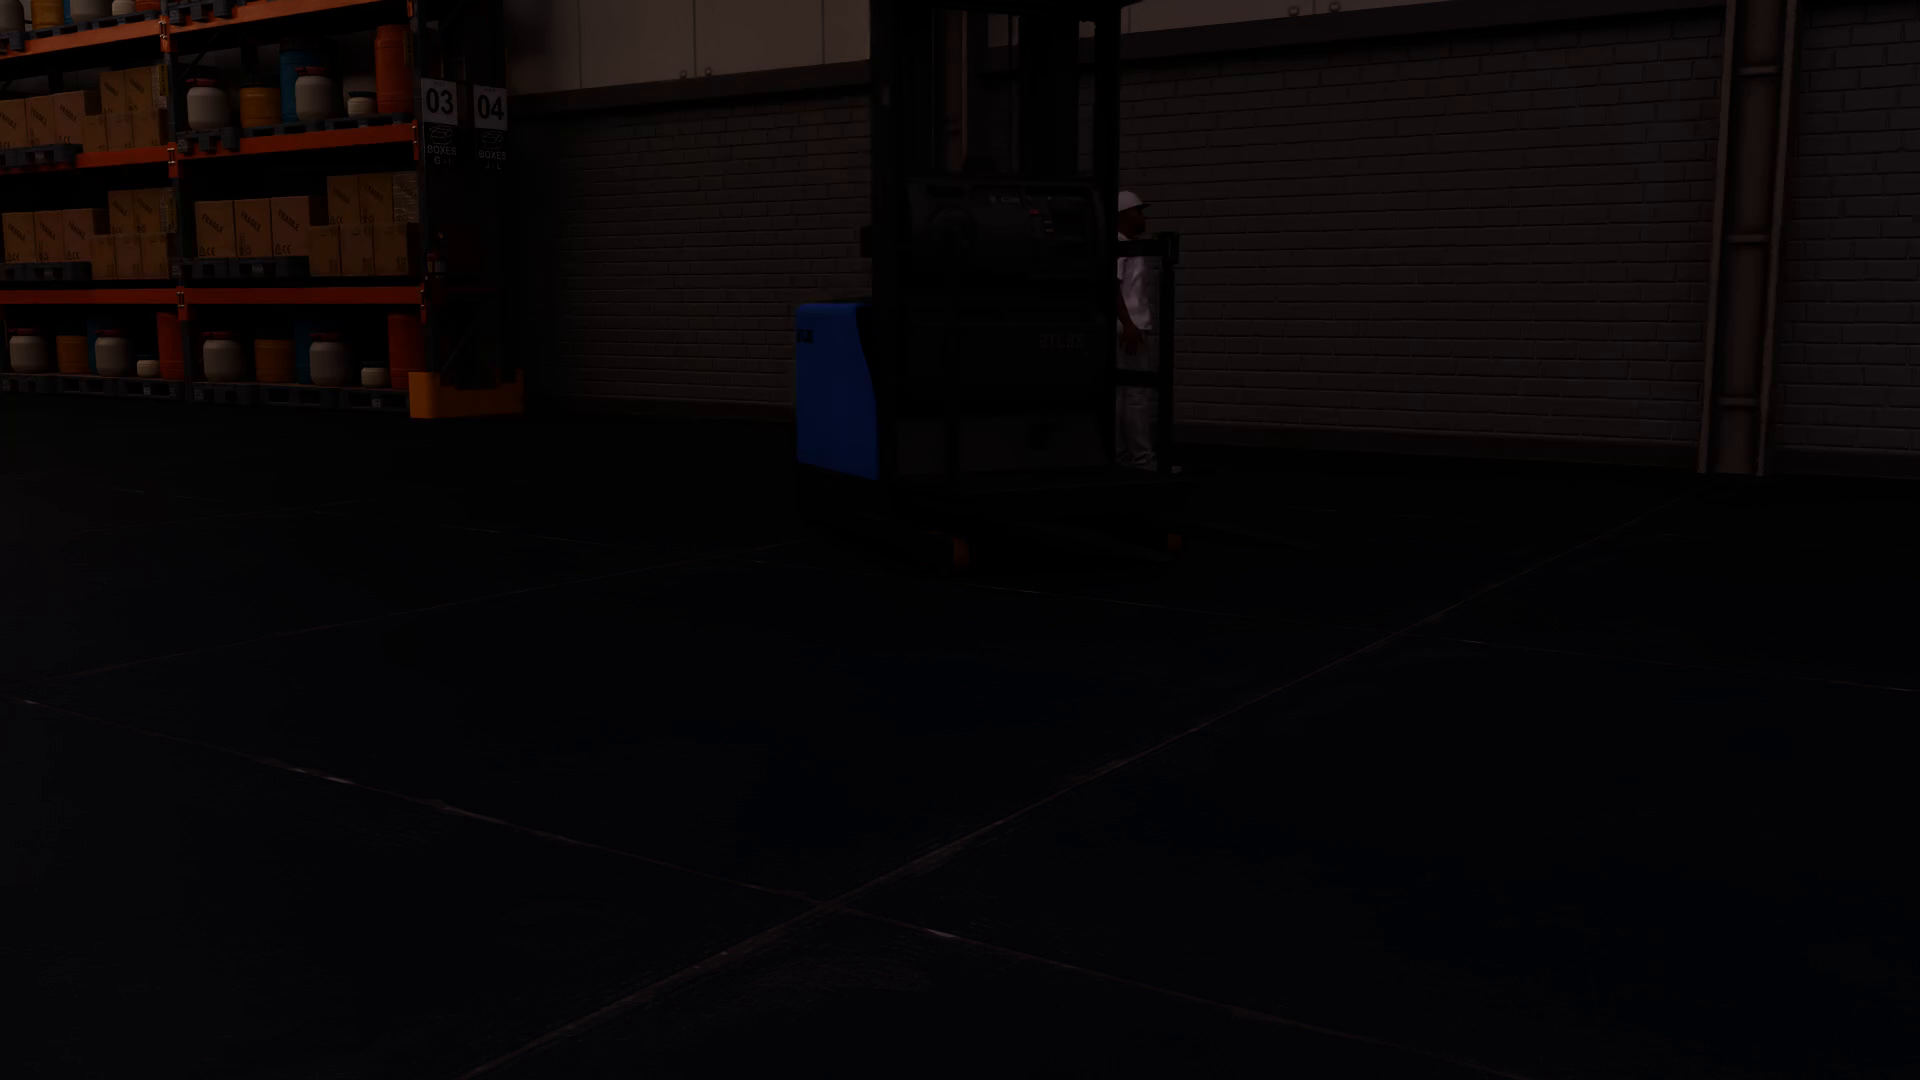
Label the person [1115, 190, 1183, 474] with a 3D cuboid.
[{"bbox_3d":[1.139,-1.308,10.487,0.578,1.767,0.672,1,8,10],"label":"person"}]

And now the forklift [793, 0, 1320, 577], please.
[{"bbox_3d":[0.296,-1.373,6.849,1.130,2.935,3.031,-4,9,-26],"label":"forklift"}]
